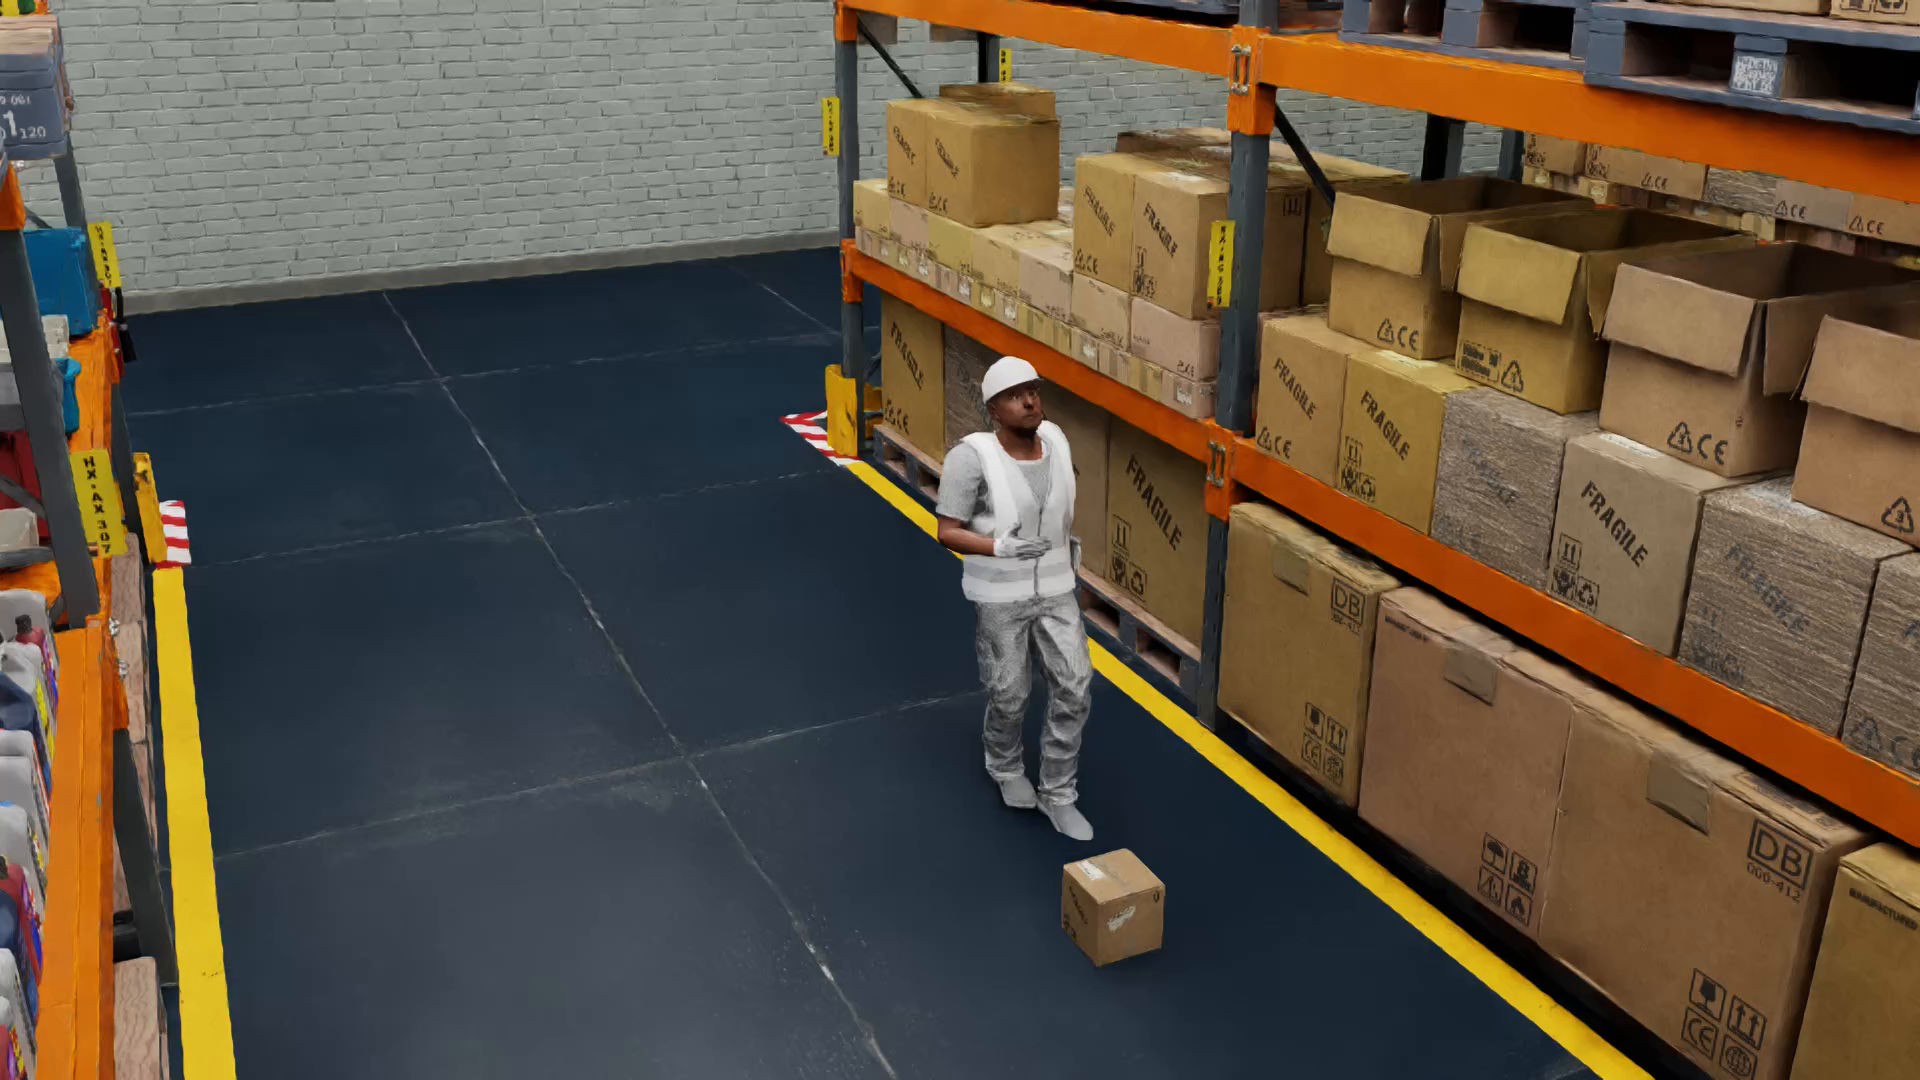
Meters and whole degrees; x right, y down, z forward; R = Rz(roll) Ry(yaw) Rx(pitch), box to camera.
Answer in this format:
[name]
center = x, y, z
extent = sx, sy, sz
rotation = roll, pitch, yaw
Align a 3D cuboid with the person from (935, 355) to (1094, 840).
[person]
center = 0.230, 0.223, 6.100
extent = 0.656, 1.788, 0.685
rotation = -9, 24, -21
